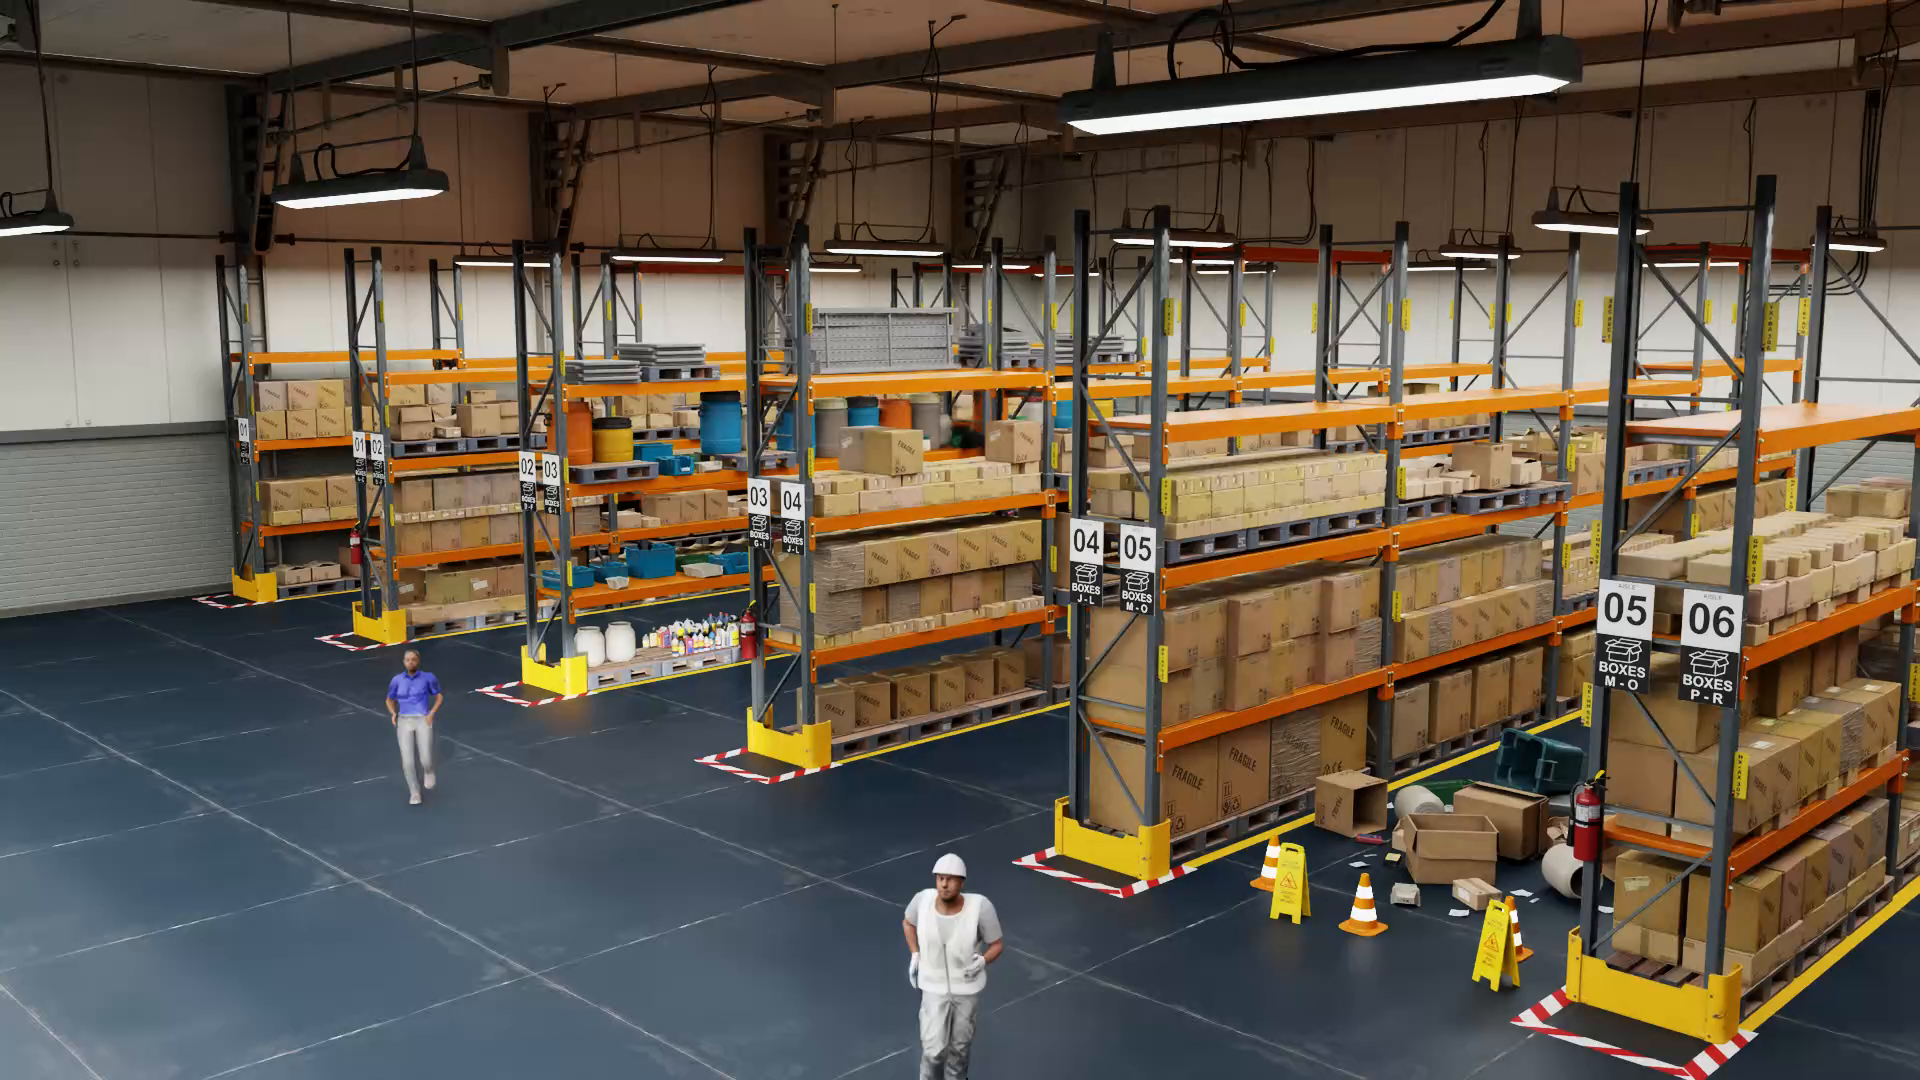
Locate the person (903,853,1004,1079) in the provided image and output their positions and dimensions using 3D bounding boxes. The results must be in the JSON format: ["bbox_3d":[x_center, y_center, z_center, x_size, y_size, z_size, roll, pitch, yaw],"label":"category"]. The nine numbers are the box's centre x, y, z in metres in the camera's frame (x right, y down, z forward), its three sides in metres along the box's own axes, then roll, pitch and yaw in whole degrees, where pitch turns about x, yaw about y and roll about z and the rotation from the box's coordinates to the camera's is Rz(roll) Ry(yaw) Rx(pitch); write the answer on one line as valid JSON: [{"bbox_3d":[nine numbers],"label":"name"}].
[{"bbox_3d":[-0.053,2.839,10.409,0.650,1.792,0.692,0,8,3],"label":"person"}]

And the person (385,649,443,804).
[{"bbox_3d":[-5.689,1.932,17.341,0.573,1.593,0.584,-2,8,-11],"label":"person"}]

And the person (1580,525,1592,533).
[{"bbox_3d":[9.803,0.635,25.988,0.670,1.781,0.844,7,11,41],"label":"person"}]
